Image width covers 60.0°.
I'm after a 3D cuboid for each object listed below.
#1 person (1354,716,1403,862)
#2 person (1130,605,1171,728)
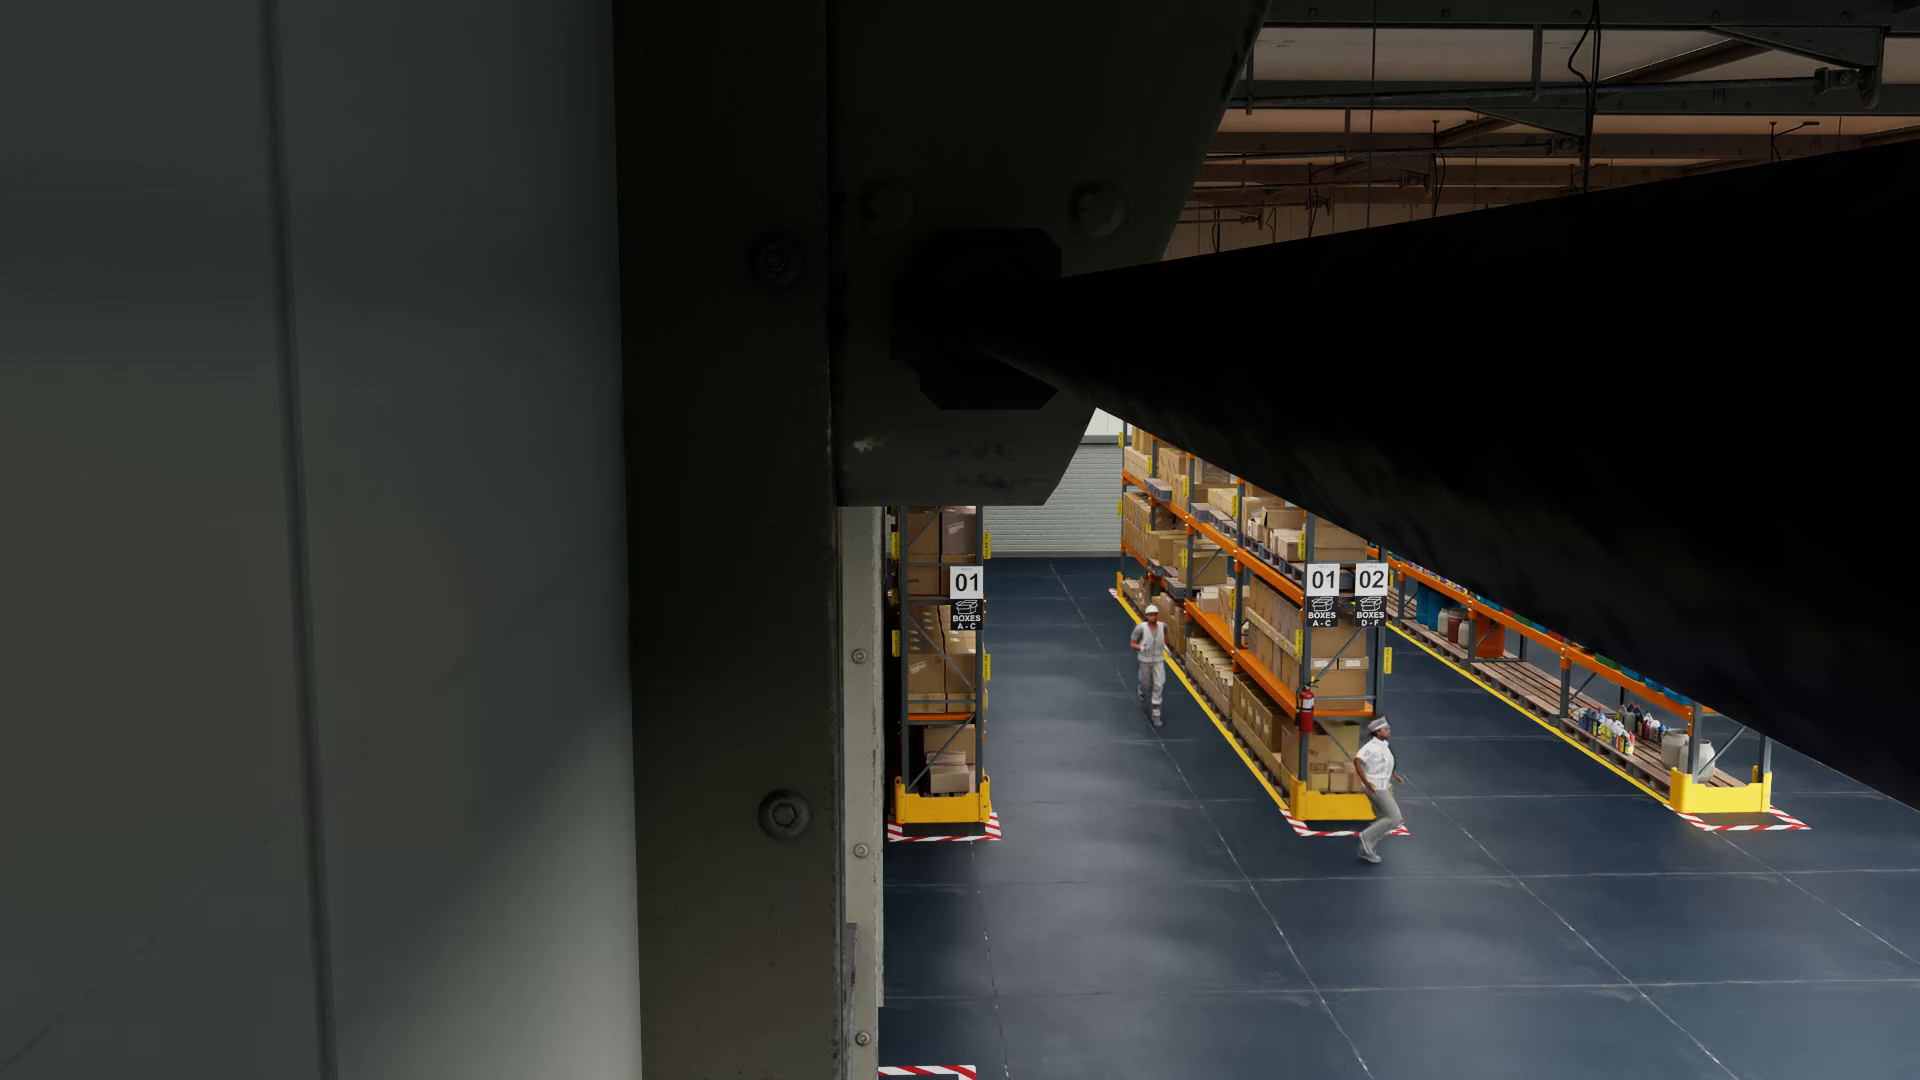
[{"bbox_3d":[4.843,2.853,19.105,0.541,1.652,0.610,4,9,25],"label":"person"},{"bbox_3d":[2.919,1.878,25.448,0.655,1.811,0.991,-1,8,-6],"label":"person"}]
